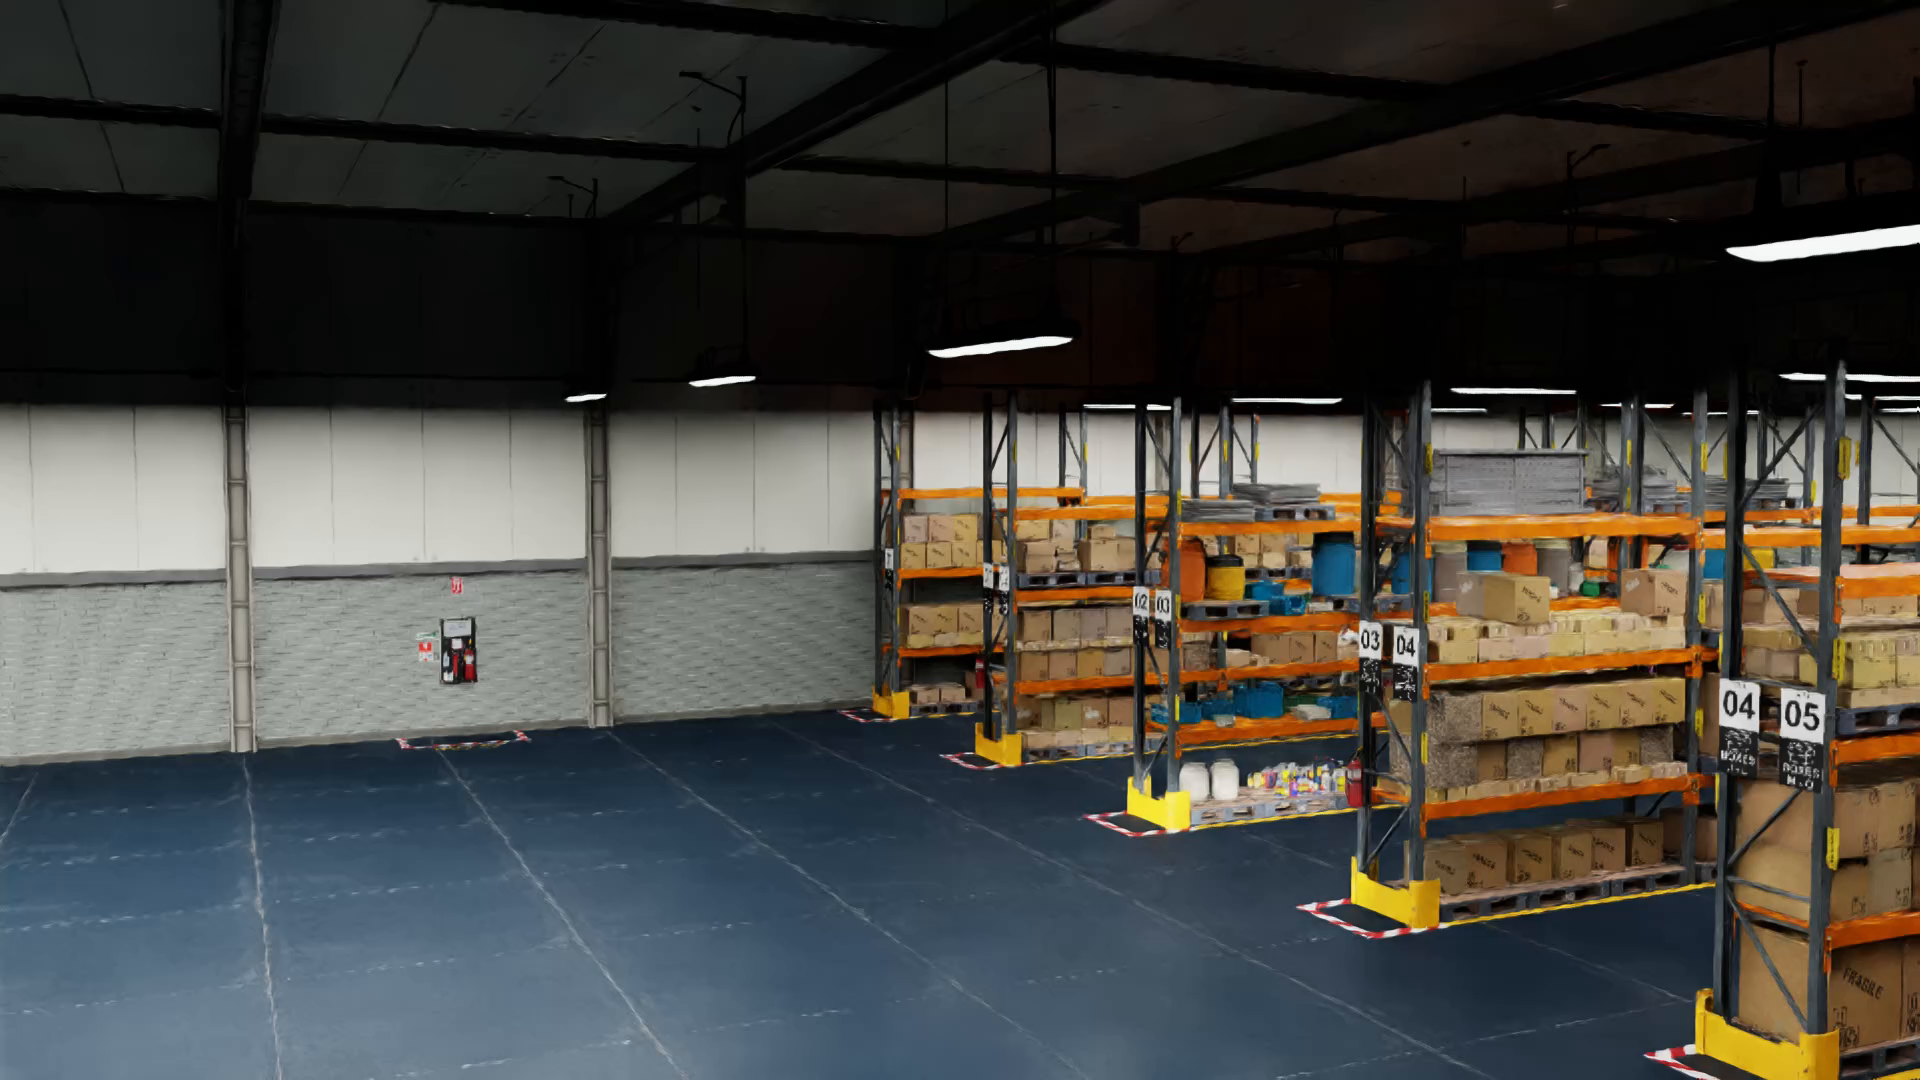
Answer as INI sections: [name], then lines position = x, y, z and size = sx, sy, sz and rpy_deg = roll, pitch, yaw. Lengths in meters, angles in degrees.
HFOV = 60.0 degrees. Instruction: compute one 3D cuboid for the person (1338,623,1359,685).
[person]
position = 7.618, 2.388, 32.809
size = 1.194, 1.698, 0.598
rpy_deg = -1, 4, -22
